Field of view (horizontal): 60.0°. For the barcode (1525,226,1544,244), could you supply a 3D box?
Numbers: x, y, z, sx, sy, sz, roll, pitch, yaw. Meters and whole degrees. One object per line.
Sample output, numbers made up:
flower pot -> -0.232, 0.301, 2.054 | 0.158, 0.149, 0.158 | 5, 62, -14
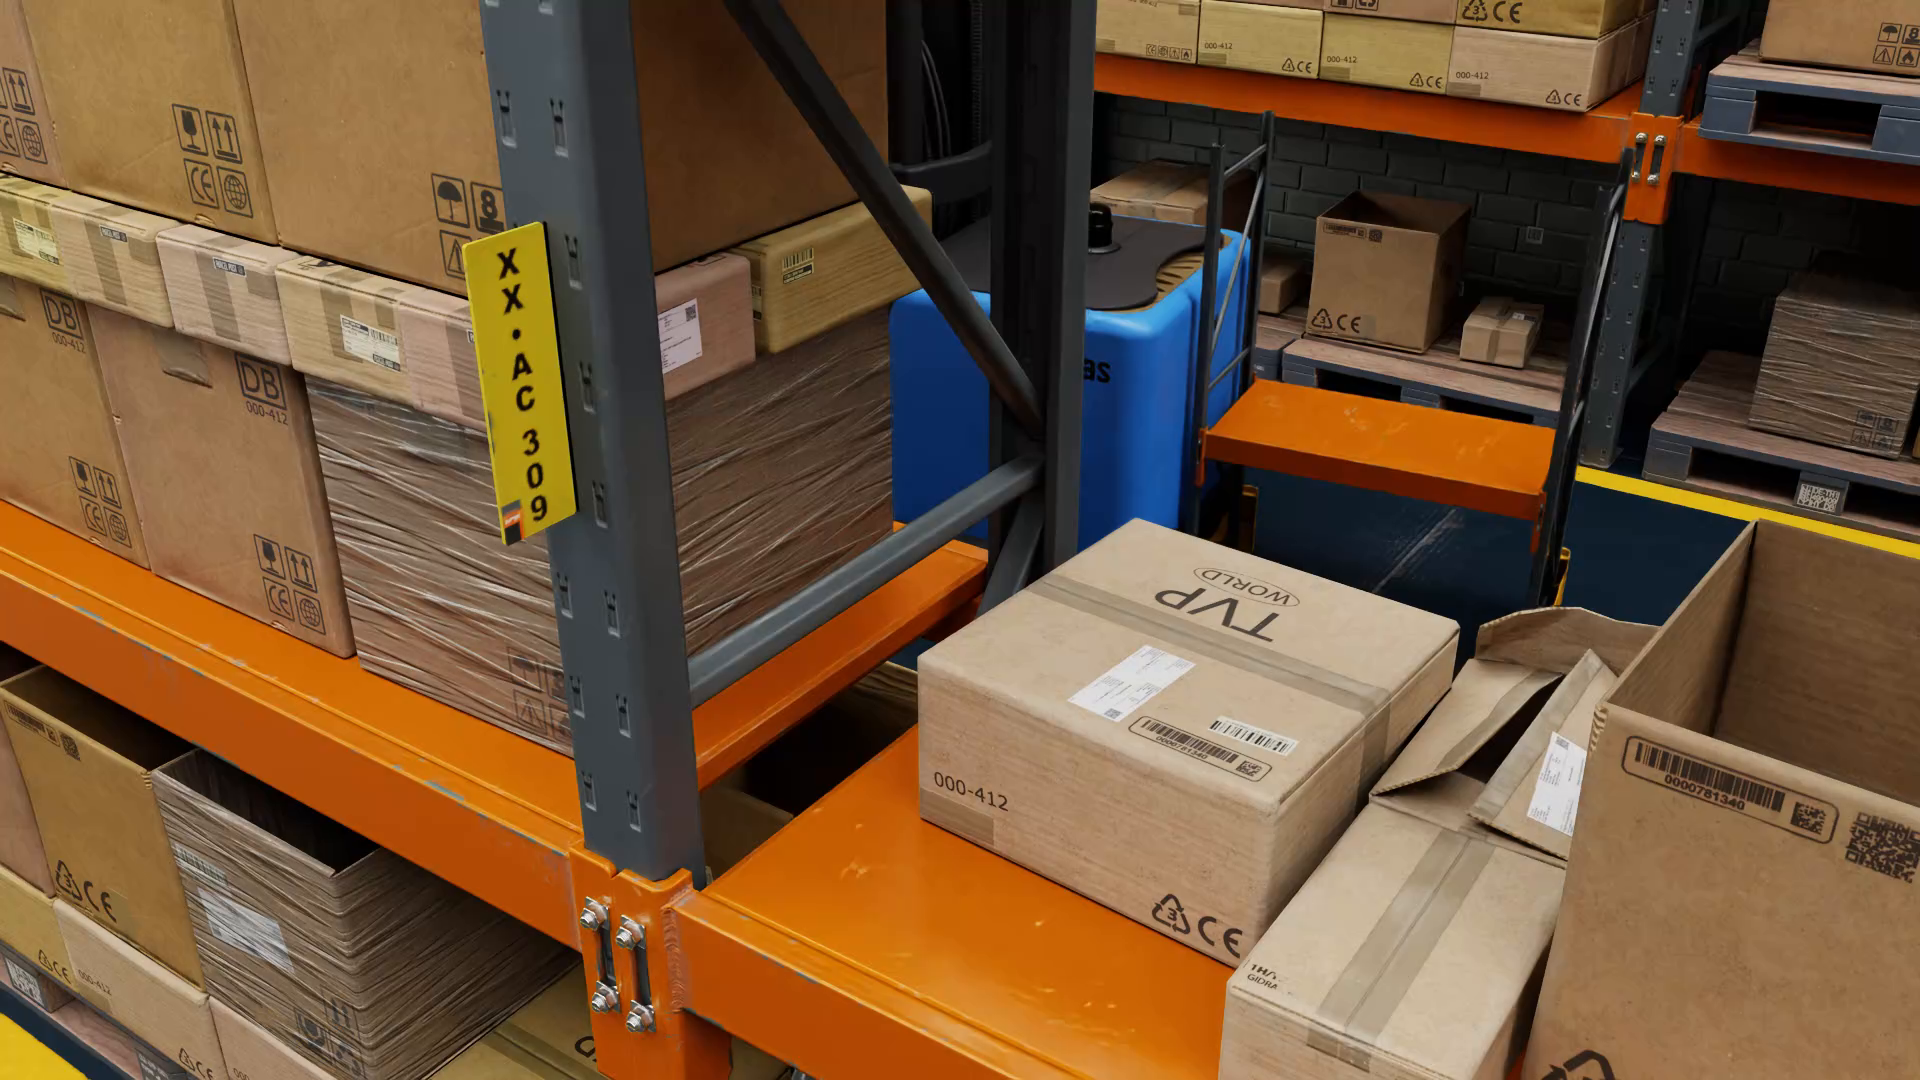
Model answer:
barcode -> 2.356, -1.249, 6.816 | 0.075, 0.075, 0.001 | 17, 32, 30

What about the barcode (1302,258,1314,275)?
barcode -> 1.544, -1.209, 7.353 | 0.075, 0.075, 0.001 | 17, 32, 30

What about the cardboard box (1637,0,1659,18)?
cardboard box -> 2.396, -2.271, 6.223 | 0.500, 0.500, 0.500 | 16, 31, 29

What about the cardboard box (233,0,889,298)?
cardboard box -> -0.506, -0.678, 2.234 | 0.500, 0.500, 0.700 | 17, 32, 31

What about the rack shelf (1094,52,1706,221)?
rack shelf -> 1.016, -1.989, 7.145 | 4.000, 0.370, 1.077 | 17, 32, 30

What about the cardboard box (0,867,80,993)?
cardboard box -> -1.882, 0.674, 3.686 | 0.500, 0.250, 0.500 | 17, 32, 30

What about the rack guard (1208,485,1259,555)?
rack guard -> 0.833, 0.048, 5.381 | 0.087, 0.250, 0.587 | 13, 30, 24

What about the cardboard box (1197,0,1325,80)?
cardboard box -> 1.273, -2.001, 6.518 | 0.500, 0.250, 0.500 | 17, 32, 30

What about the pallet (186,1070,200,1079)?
pallet -> -0.769, 1.079, 3.396 | 1.213, 0.211, 1.003 | 17, 32, 30

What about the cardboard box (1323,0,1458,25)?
cardboard box -> 1.685, -2.204, 6.091 | 0.500, 0.500, 0.500 | 17, 32, 30

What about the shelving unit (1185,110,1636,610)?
shelving unit -> 1.278, -0.408, 4.898 | 1.083, 1.500, 0.587 | 13, 30, 24

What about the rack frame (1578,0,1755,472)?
rack frame -> 2.665, -1.796, 5.973 | 0.127, 3.000, 1.000 | 17, 32, 30

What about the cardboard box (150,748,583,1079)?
cardboard box -> -1.048, 0.591, 3.024 | 0.500, 0.500, 0.500 | 17, 32, 30

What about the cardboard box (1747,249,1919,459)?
cardboard box -> 3.281, -0.696, 6.081 | 0.500, 0.500, 0.700 | 19, 32, 32

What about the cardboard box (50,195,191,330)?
cardboard box -> -1.119, -0.464, 2.530 | 0.250, 0.149, 0.380 | 17, 32, 30

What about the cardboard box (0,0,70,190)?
cardboard box -> -1.336, -0.936, 2.741 | 0.500, 0.500, 0.700 | 17, 32, 30

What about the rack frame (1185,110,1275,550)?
rack frame -> 0.816, -0.513, 5.105 | 0.032, 1.500, 0.500 | 13, 30, 24

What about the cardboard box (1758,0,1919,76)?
cardboard box -> 3.065, -1.894, 5.568 | 0.500, 0.500, 0.700 | 17, 32, 30

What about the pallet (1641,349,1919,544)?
pallet -> 3.307, -0.354, 6.213 | 1.213, 0.211, 1.003 | 17, 32, 30

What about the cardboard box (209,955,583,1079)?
cardboard box -> -1.049, 0.925, 3.193 | 0.500, 0.250, 0.500 | 17, 32, 30

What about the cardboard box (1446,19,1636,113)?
cardboard box -> 2.103, -1.747, 6.018 | 0.500, 0.250, 0.500 | 17, 32, 30

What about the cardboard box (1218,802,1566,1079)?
cardboard box -> 0.478, 0.473, 1.791 | 0.250, 0.149, 0.380 | 17, 32, 30

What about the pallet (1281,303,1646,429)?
pallet -> 2.091, -0.713, 6.918 | 1.213, 0.211, 1.003 | 17, 32, 30

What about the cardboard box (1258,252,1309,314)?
cardboard box -> 1.358, -1.140, 7.341 | 0.250, 0.149, 0.380 | 15, 30, 26

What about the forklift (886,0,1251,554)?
forklift -> -0.592, -1.441, 5.350 | 3.031, 2.935, 1.130 | 13, 30, 24

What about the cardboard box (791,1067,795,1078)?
cardboard box -> -0.347, 0.862, 3.317 | 0.500, 0.250, 0.500 | 17, 32, 30

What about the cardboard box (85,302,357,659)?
cardboard box -> -0.944, -0.233, 2.790 | 0.500, 0.500, 0.700 | 17, 32, 30

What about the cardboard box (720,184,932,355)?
cardboard box -> -0.249, -0.418, 2.440 | 0.250, 0.149, 0.380 | 17, 32, 30

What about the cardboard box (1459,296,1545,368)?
cardboard box -> 2.207, -0.856, 6.763 | 0.250, 0.166, 0.380 | 13, 30, 24

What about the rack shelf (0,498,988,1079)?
rack shelf -> -1.785, -0.136, 3.504 | 4.000, 0.370, 1.077 | 17, 32, 30

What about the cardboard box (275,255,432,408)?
cardboard box -> -0.685, -0.331, 2.268 | 0.250, 0.149, 0.380 | 17, 31, 29

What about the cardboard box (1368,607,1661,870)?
cardboard box -> 0.692, 0.274, 2.053 | 0.258, 0.266, 0.396 | 16, 31, 29

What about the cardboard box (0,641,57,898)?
cardboard box -> -1.883, 0.341, 3.515 | 0.500, 0.500, 0.500 | 17, 32, 30
